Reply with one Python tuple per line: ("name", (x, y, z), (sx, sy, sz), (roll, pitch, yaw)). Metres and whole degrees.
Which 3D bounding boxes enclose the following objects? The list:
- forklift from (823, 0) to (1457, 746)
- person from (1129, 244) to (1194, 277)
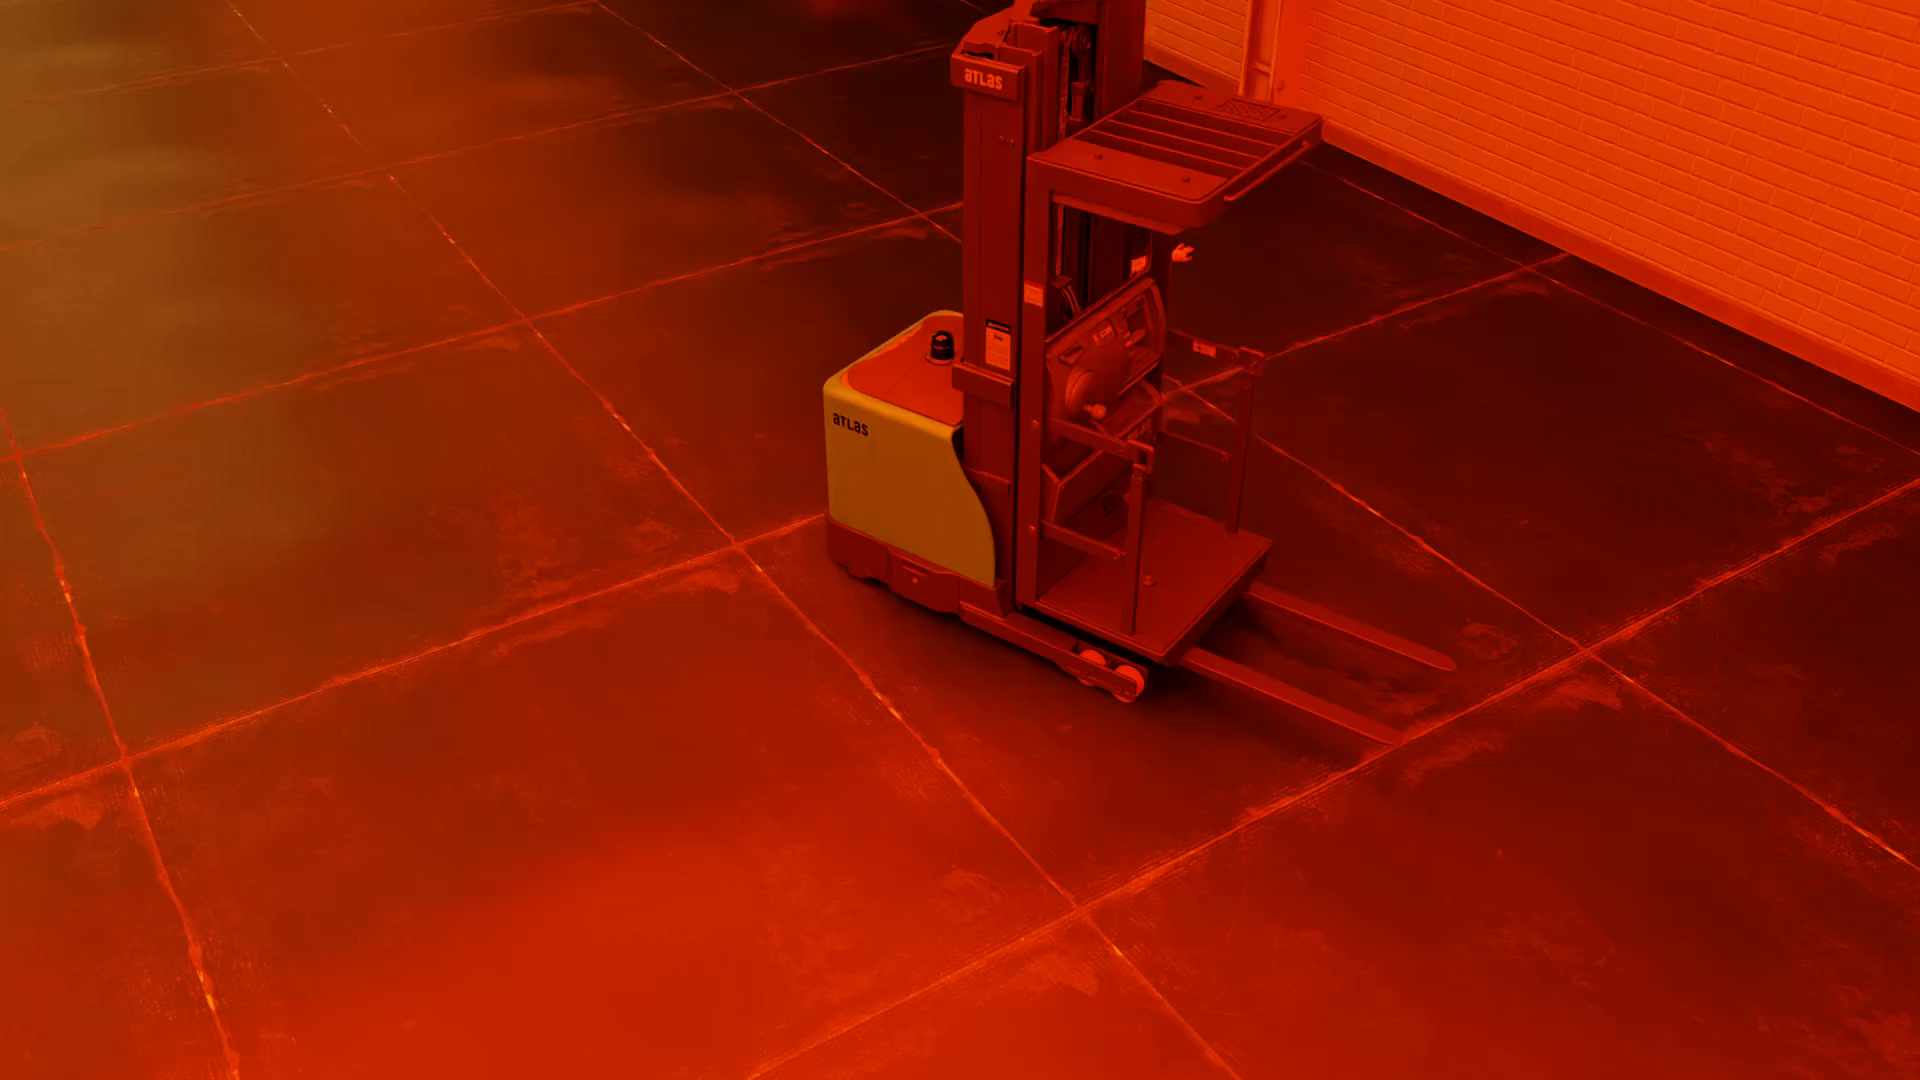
("forklift", (0.824, -0.805, 7.293), (3.031, 2.935, 1.130), (22, 41, 28))
("person", (0.785, -0.869, 8.837), (1.331, 1.318, 0.684), (-17, 38, -22))
